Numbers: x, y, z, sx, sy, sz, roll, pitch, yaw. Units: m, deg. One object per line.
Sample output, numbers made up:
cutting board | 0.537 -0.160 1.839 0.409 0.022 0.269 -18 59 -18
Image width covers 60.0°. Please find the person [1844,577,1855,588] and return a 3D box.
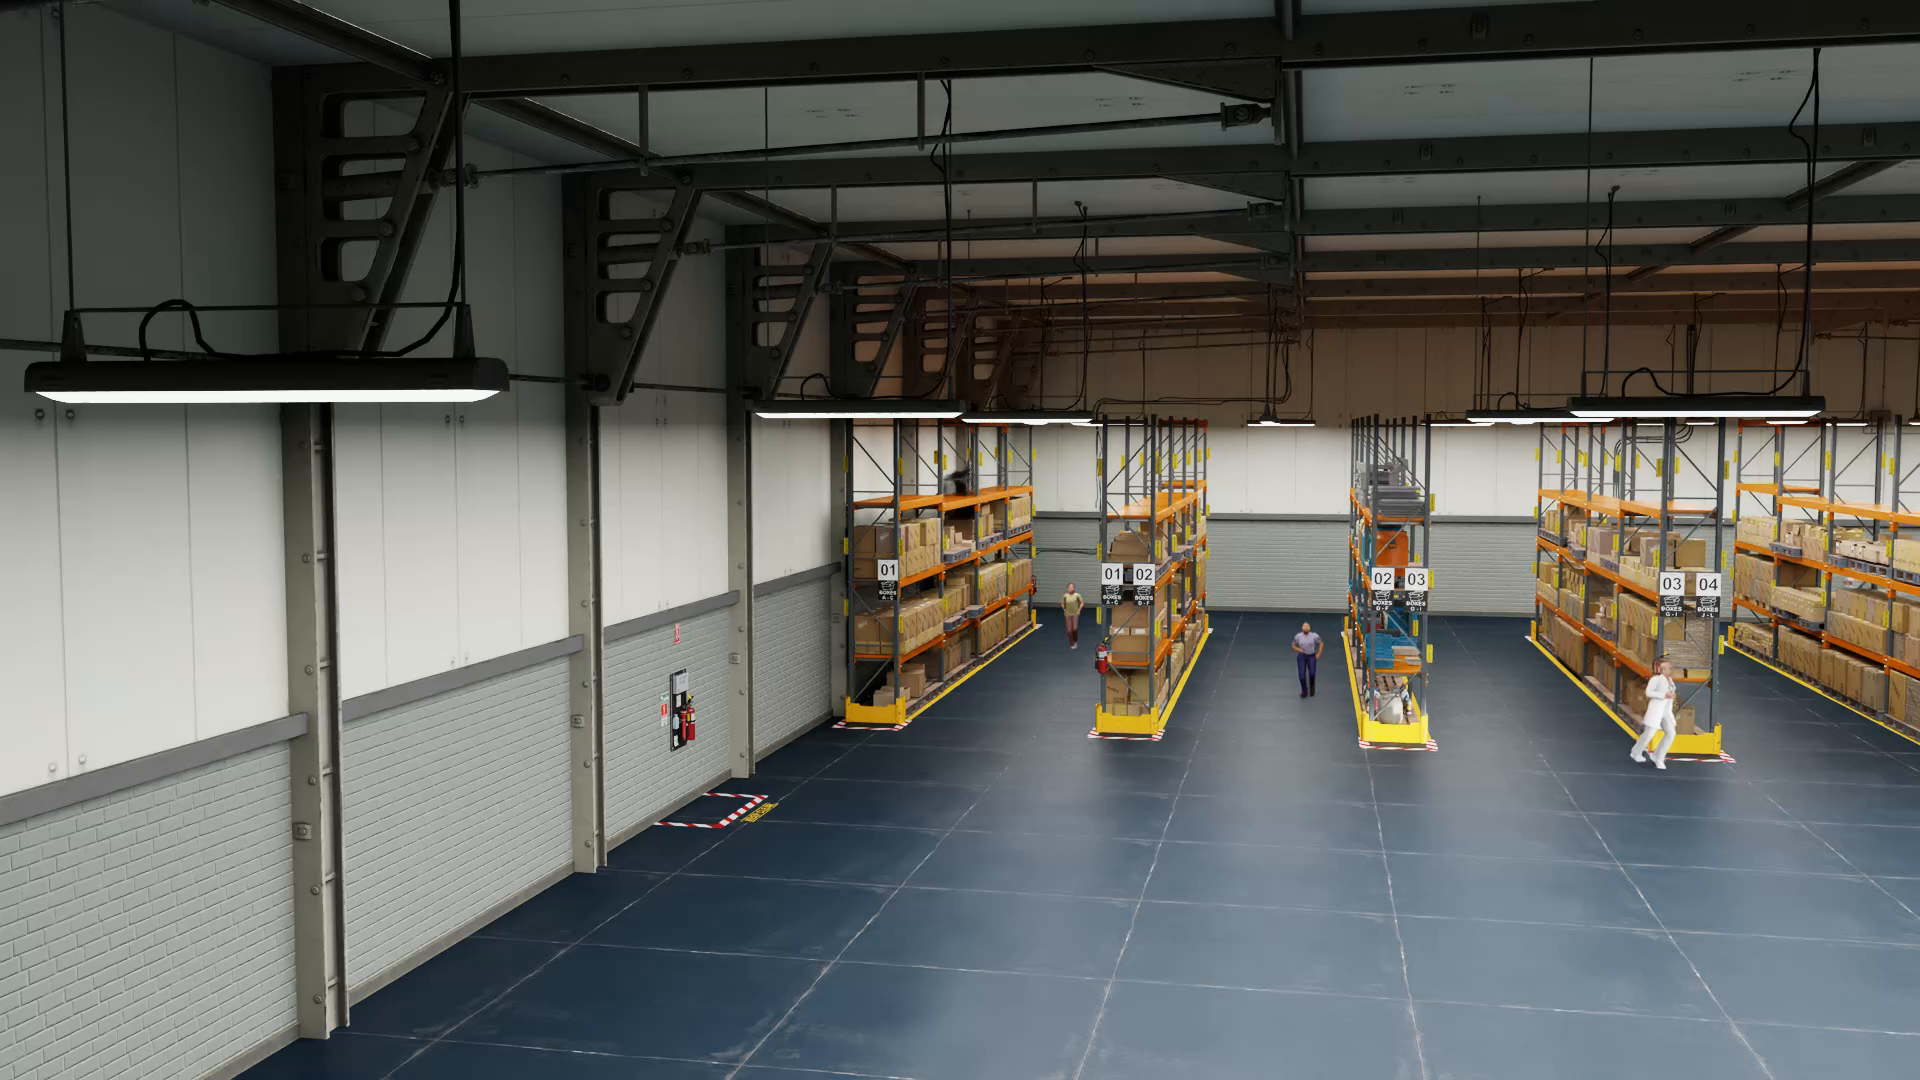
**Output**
person | 24.025 1.862 44.727 0.833 1.808 0.657 1 4 18

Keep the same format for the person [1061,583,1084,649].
person | 2.754 1.882 41.002 0.556 1.648 0.508 1 4 10

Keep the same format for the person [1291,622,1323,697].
person | 7.371 2.551 35.365 0.661 1.617 0.570 1 4 13

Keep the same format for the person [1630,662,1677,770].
person | 11.926 2.976 28.305 0.711 1.807 0.794 -1 4 -21
